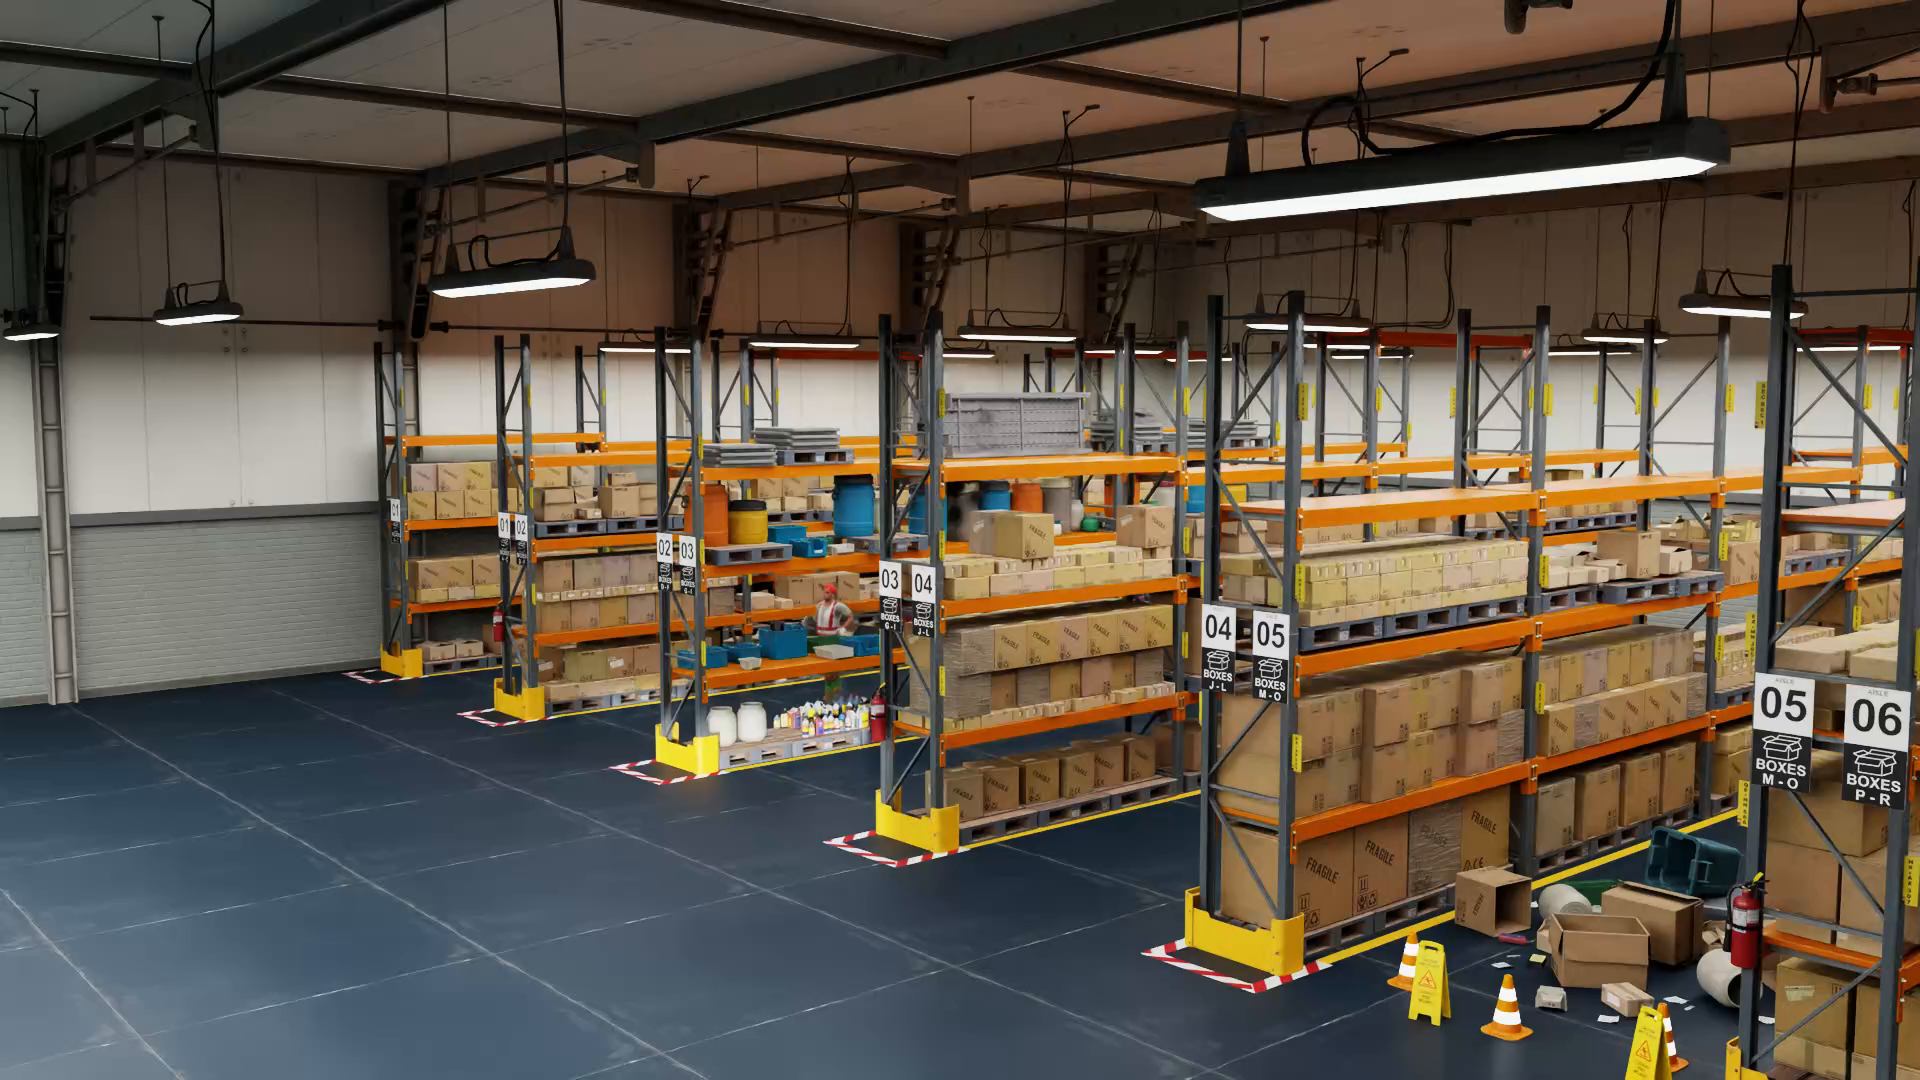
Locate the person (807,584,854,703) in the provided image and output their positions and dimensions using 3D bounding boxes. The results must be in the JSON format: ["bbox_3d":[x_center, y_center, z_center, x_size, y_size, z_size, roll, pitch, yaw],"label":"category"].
[{"bbox_3d":[-2.106,1.636,26.458,0.632,1.879,0.698,4,7,40],"label":"person"}]

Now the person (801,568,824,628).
[{"bbox_3d":[-2.781,1.348,32.209,0.774,1.840,0.682,-5,7,-41],"label":"person"}]

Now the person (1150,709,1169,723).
[{"bbox_3d":[2.866,1.885,24.703,0.581,1.678,0.604,-5,7,-44],"label":"person"}]
